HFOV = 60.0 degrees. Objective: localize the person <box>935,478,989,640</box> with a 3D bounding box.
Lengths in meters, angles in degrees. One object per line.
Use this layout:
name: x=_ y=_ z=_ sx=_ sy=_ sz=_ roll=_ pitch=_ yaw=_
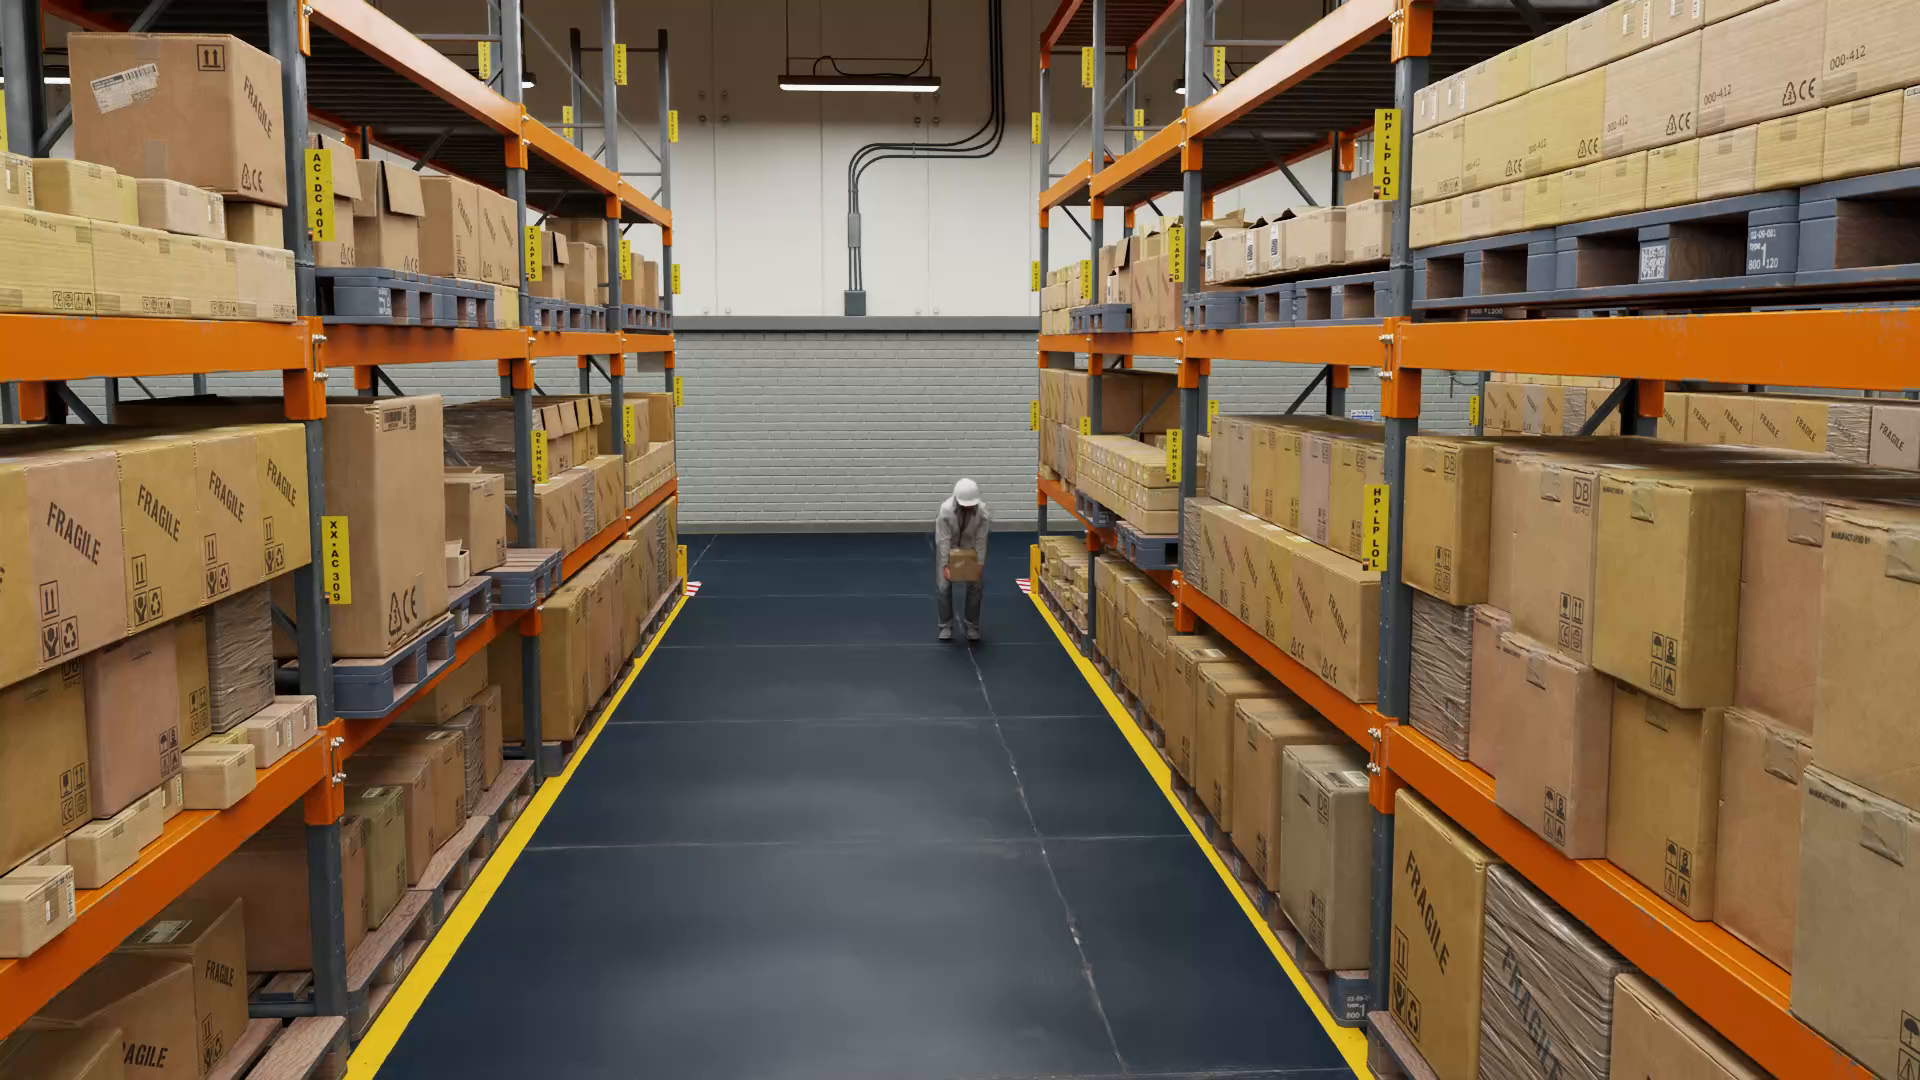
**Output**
person: x=0.025 y=0.173 z=15.241 sx=0.474 sy=1.527 sz=0.840 roll=-1 pitch=7 yaw=-5
